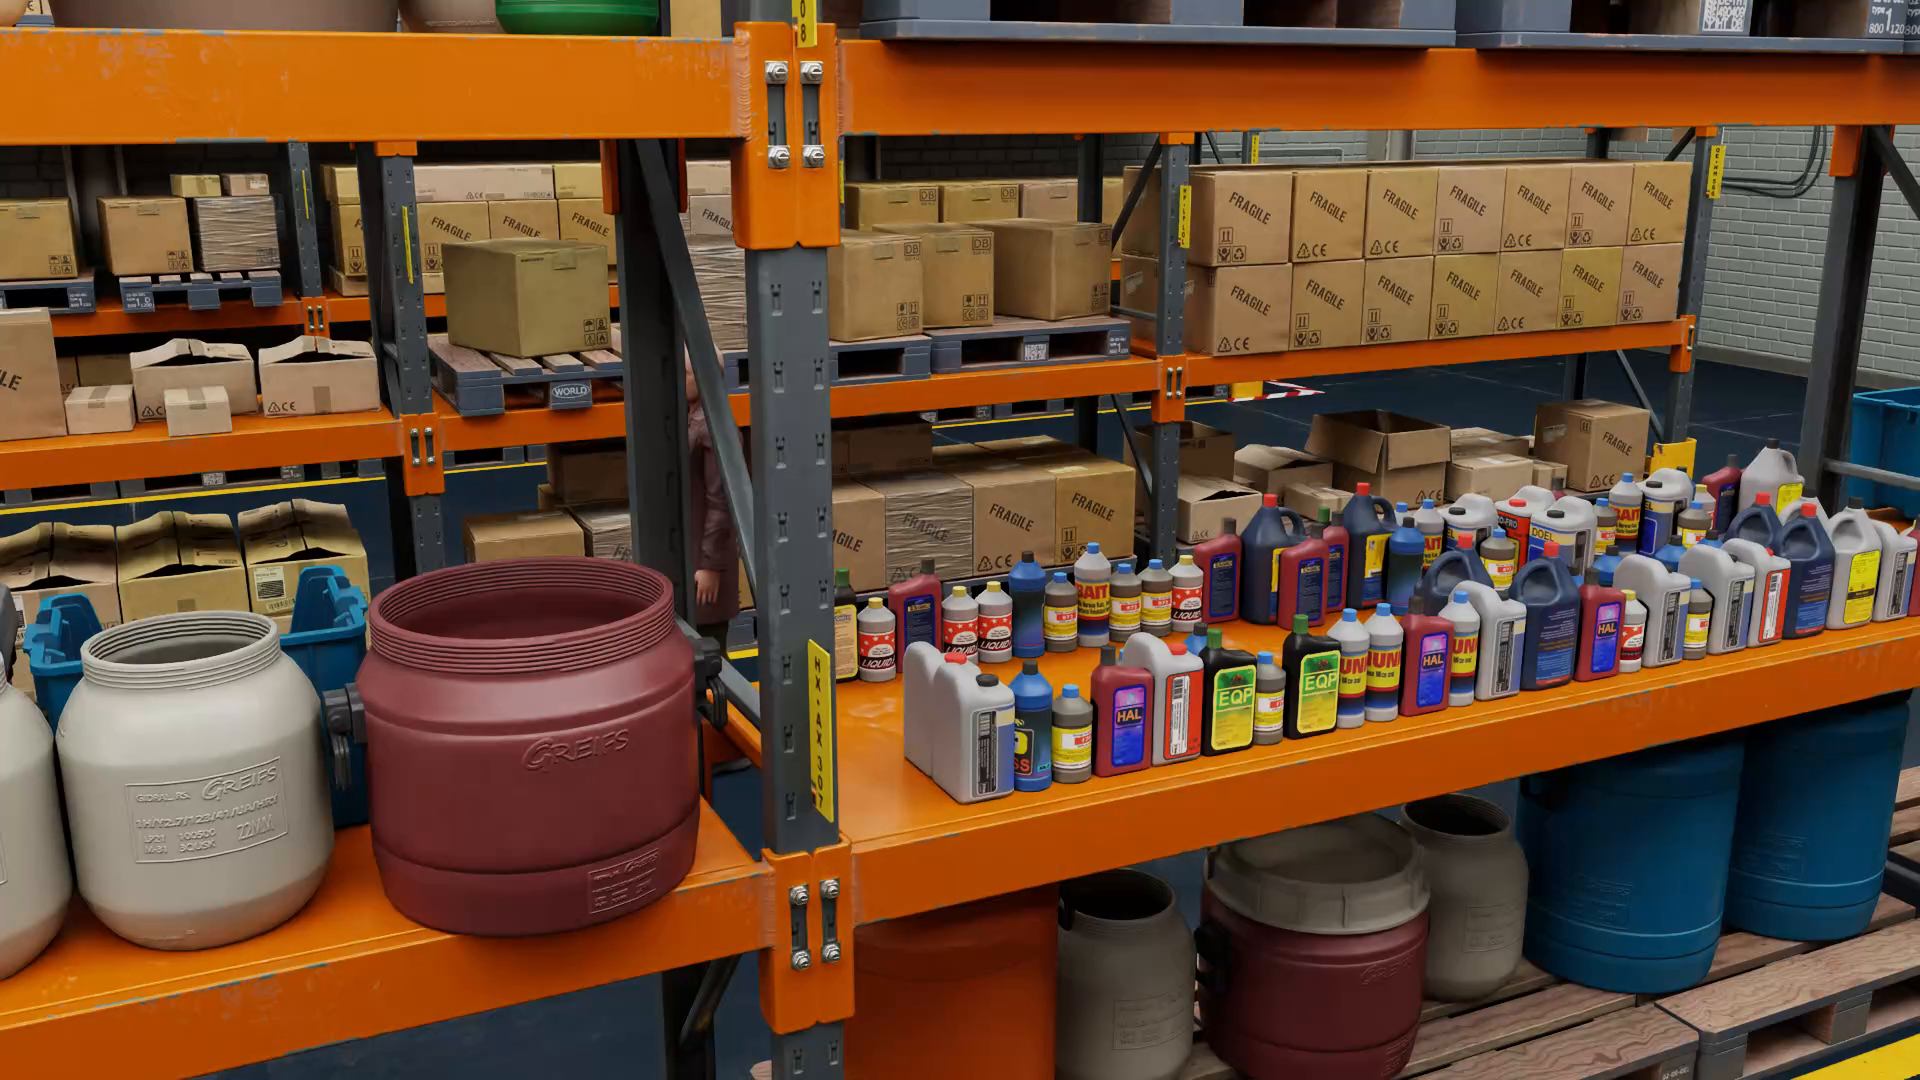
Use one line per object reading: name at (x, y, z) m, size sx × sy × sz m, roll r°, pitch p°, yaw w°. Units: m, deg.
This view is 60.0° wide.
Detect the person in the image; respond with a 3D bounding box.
person at (-1.069, 0.084, 6.755) m, size 0.392 × 1.786 × 0.563 m, roll -7°, pitch 16°, yaw -24°
